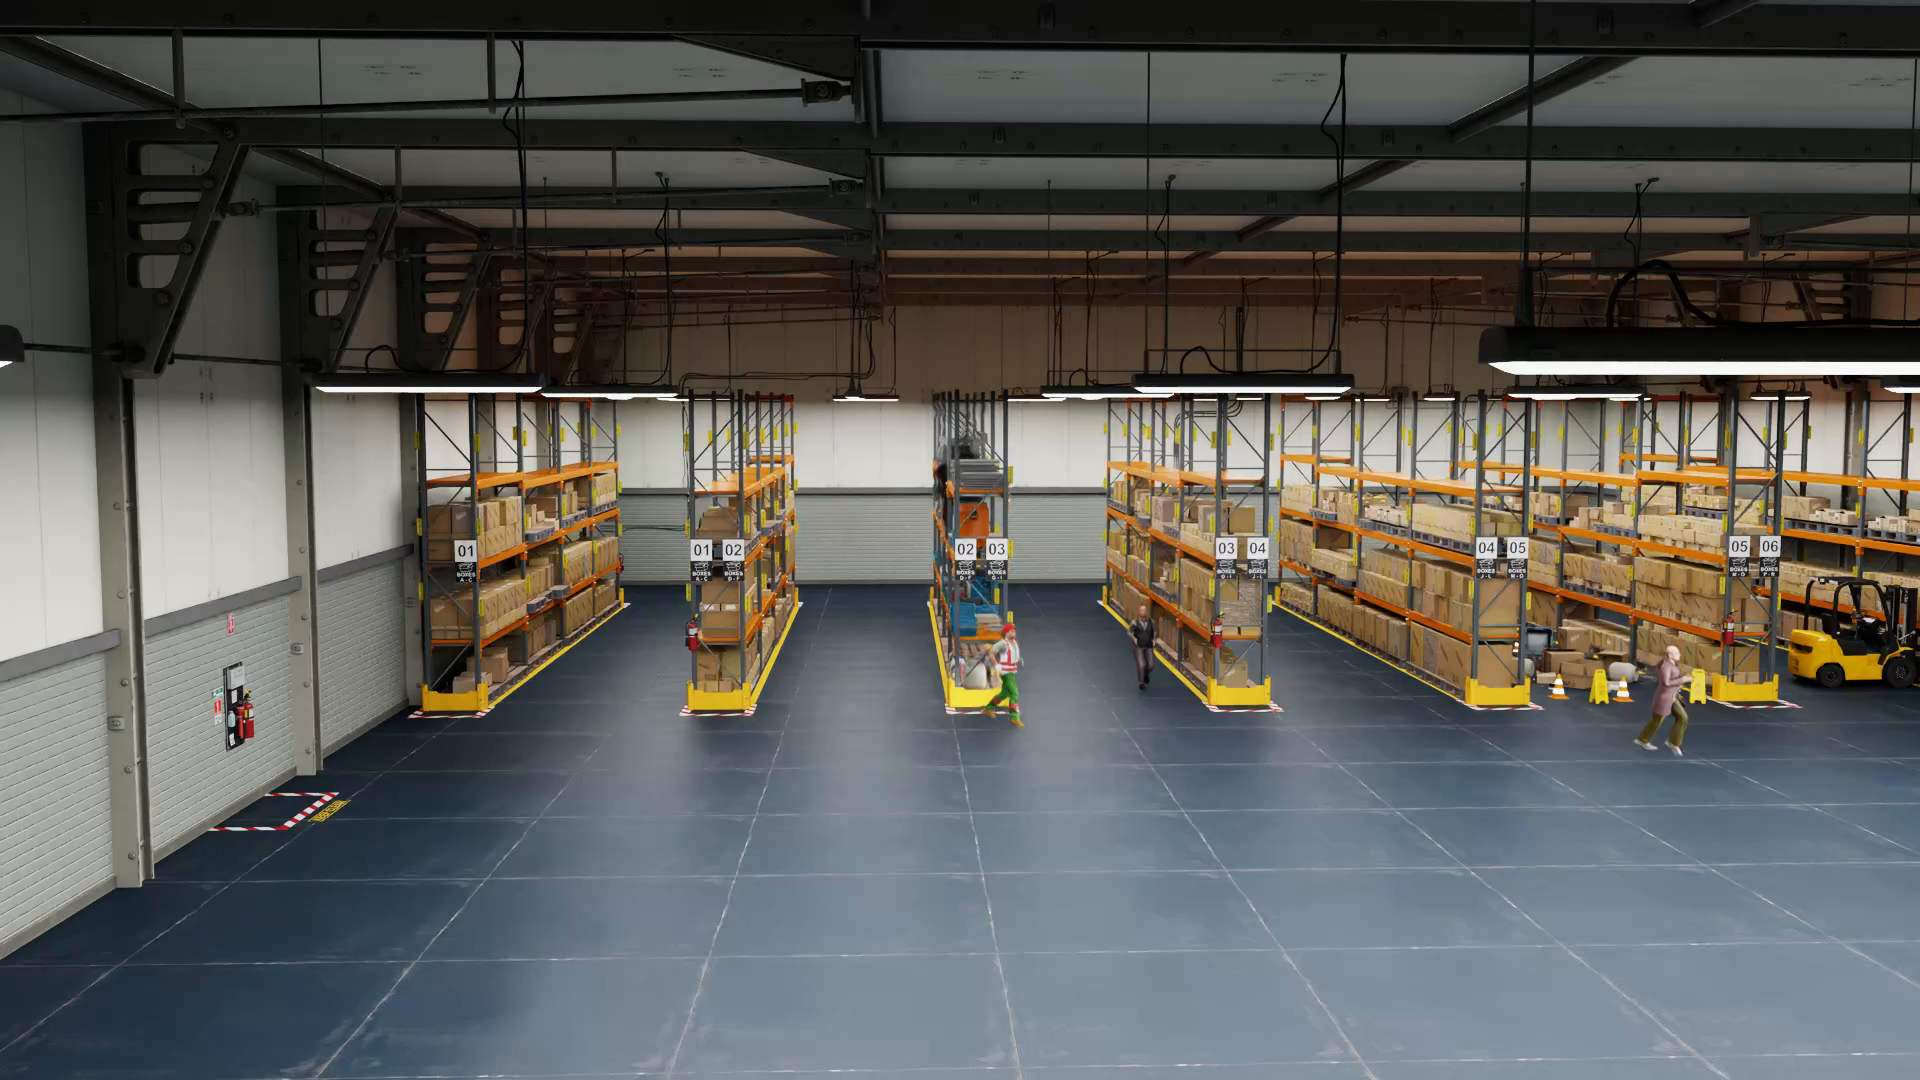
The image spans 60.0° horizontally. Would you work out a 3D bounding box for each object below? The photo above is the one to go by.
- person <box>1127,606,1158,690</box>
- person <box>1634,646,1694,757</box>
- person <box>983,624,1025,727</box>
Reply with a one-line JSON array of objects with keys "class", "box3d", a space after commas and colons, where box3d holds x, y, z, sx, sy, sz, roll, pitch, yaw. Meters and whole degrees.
[{"class": "person", "box3d": [3.684, 2.164, 33.399, 0.656, 1.671, 0.573, 0, 5, -5]}, {"class": "person", "box3d": [11.488, 2.638, 27.125, 0.909, 1.852, 0.667, 5, 6, 44]}, {"class": "person", "box3d": [0.833, 2.394, 29.788, 0.897, 1.807, 0.671, 3, 5, 29]}]
